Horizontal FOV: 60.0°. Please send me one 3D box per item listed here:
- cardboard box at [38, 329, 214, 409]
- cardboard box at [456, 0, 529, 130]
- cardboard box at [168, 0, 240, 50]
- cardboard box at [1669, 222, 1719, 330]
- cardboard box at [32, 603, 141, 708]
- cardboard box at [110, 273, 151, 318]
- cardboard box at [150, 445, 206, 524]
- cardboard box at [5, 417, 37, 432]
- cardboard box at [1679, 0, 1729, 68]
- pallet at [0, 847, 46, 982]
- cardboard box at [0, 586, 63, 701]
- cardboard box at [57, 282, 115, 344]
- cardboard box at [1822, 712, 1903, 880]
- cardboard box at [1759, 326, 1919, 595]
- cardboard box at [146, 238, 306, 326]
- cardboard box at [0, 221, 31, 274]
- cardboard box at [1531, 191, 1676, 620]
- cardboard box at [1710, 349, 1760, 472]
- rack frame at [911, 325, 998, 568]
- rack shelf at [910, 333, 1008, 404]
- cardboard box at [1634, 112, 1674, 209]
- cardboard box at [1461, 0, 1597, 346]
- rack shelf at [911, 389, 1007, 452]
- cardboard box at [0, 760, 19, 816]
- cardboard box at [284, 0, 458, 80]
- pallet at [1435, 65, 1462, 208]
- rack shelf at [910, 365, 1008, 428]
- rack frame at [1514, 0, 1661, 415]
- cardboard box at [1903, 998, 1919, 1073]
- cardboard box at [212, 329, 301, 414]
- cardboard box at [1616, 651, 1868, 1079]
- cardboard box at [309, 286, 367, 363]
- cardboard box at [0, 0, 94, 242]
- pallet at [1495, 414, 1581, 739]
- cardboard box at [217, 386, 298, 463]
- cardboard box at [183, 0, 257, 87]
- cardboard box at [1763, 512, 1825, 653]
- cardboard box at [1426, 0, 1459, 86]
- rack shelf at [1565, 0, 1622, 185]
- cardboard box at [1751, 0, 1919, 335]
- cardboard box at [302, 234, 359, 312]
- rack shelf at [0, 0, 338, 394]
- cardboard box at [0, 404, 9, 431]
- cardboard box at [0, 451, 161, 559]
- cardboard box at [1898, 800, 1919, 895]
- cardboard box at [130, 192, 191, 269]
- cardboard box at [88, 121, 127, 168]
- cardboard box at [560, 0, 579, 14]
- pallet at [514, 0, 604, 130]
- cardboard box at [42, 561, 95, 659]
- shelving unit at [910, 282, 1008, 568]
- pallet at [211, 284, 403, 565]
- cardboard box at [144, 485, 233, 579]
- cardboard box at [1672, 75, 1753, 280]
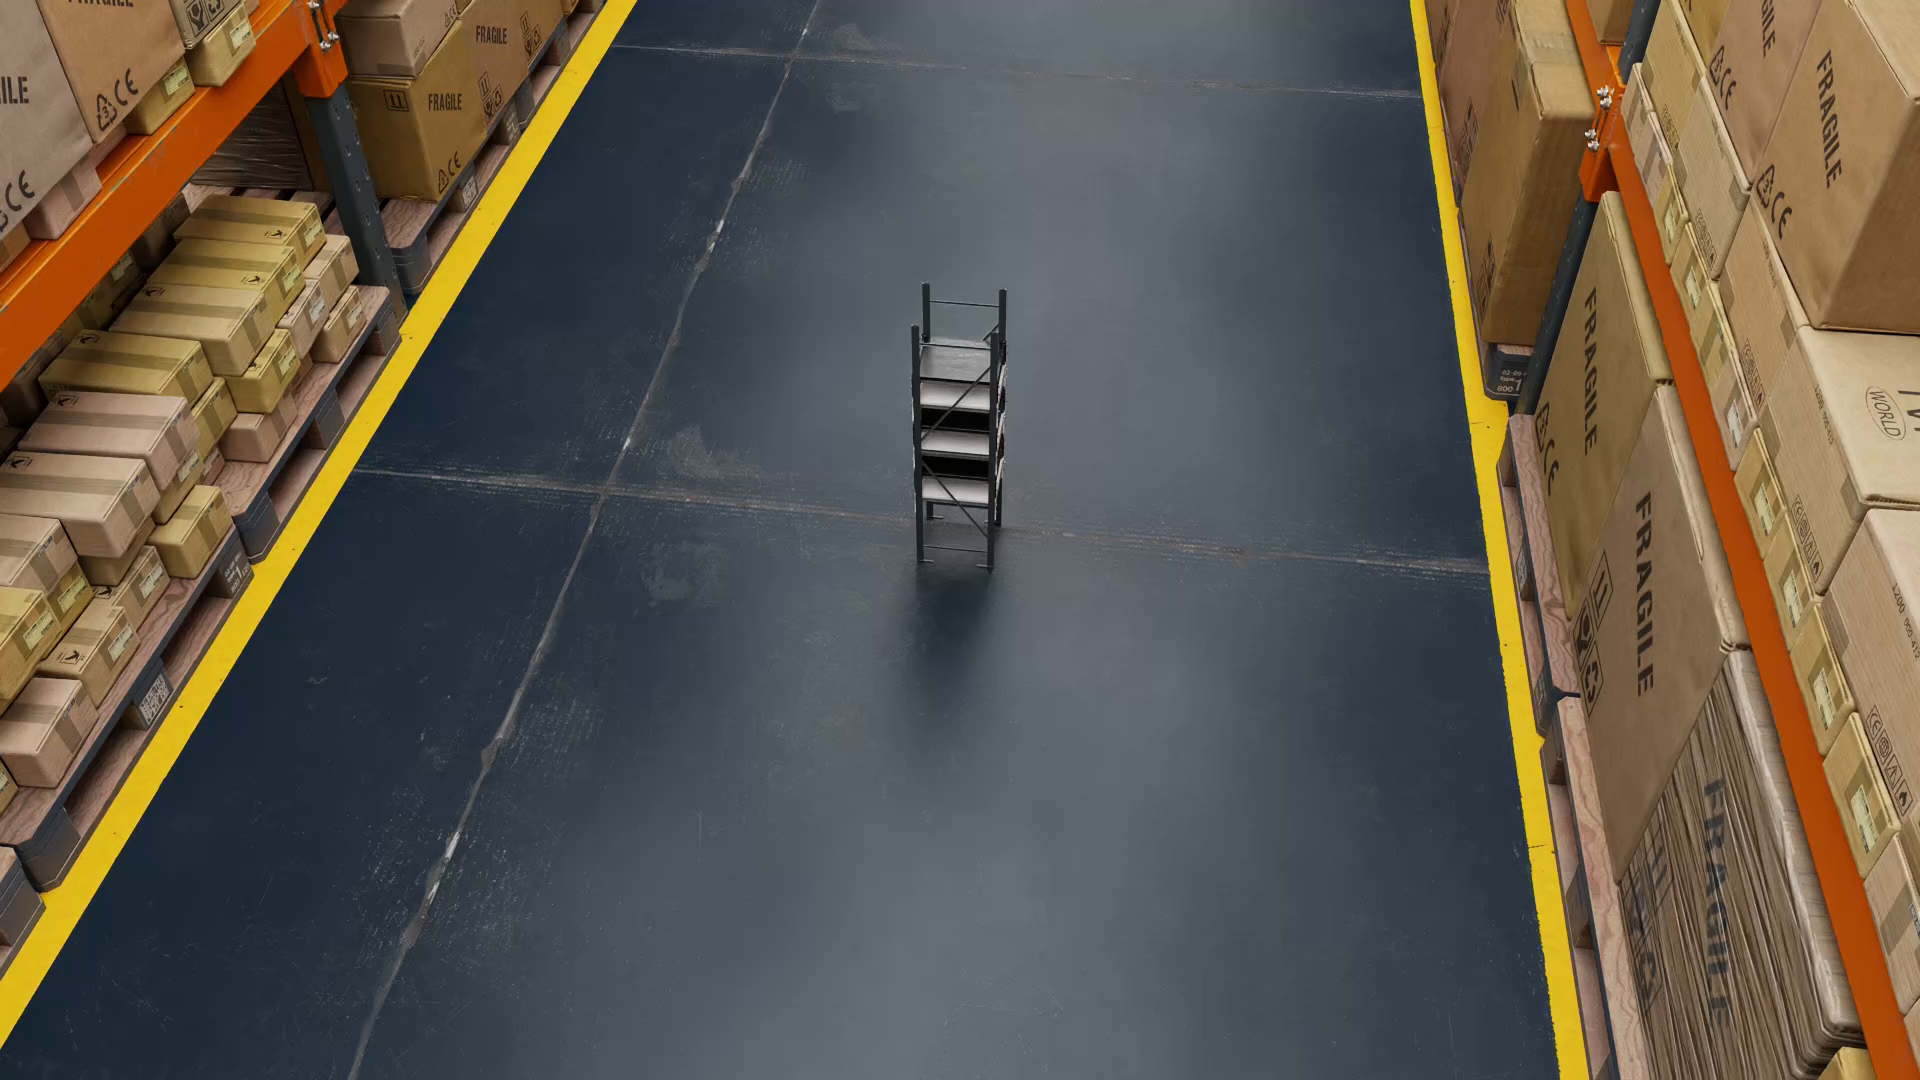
[{"bbox_3d":[-2.455,-0.475,4.905,0.380,0.149,0.250,7,44,7],"label":"cardboard box"},{"bbox_3d":[-2.105,-2.010,6.704,0.500,0.500,0.500,7,44,7],"label":"cardboard box"},{"bbox_3d":[-2.318,-1.714,4.590,0.500,0.500,0.500,5,44,6],"label":"cardboard box"},{"bbox_3d":[1.898,-0.605,3.890,0.380,0.149,0.250,4,44,4],"label":"cardboard box"},{"bbox_3d":[-2.485,0.300,4.519,0.380,0.149,0.250,5,44,6],"label":"cardboard box"},{"bbox_3d":[-2.844,-0.752,5.414,0.380,0.149,0.250,6,44,6],"label":"cardboard box"},{"bbox_3d":[-2.447,-0.200,4.831,0.380,0.149,0.250,6,44,7],"label":"cardboard box"},{"bbox_3d":[-2.879,-0.399,5.041,0.380,0.149,0.250,3,44,3],"label":"cardboard box"},{"bbox_3d":[2.052,-1.428,3.924,0.500,0.500,0.500,5,44,6],"label":"cardboard box"},{"bbox_3d":[-2.910,1.211,3.817,1.003,0.211,1.213,5,44,6],"label":"pallet"},{"bbox_3d":[-2.502,0.243,4.148,0.380,0.149,0.250,6,44,6],"label":"cardboard box"},{"bbox_3d":[-2.865,-0.683,5.126,0.380,0.149,0.250,5,44,5],"label":"cardboard box"},{"bbox_3d":[1.694,0.443,2.783,0.380,0.149,0.250,4,44,5],"label":"cardboard box"},{"bbox_3d":[1.841,-0.135,3.104,0.500,0.250,0.500,5,44,6],"label":"cardboard box"},{"bbox_3d":[-2.318,-0.815,5.264,0.380,0.149,0.250,6,44,6],"label":"cardboard box"},{"bbox_3d":[-2.512,-0.726,4.018,0.380,0.149,0.250,5,44,5],"label":"cardboard box"},{"bbox_3d":[2.202,-0.344,4.672,0.875,0.875,0.875,5,44,6],"label":"cardboard box"},{"bbox_3d":[1.829,-0.260,3.525,0.380,0.149,0.250,6,44,6],"label":"cardboard box"},{"bbox_3d":[-0.015,-0.252,4.862,0.240,0.900,0.006,5,44,6],"label":"rack frame"},{"bbox_3d":[-0.001,-0.493,4.772,0.258,0.077,0.200,5,44,6],"label":"rack shelf"},{"bbox_3d":[1.966,-0.964,4.269,0.380,0.149,0.250,4,44,4],"label":"cardboard box"},{"bbox_3d":[2.434,-1.225,5.601,1.225,0.875,0.875,5,44,6],"label":"cardboard box"},{"bbox_3d":[-0.001,-0.362,4.896,0.258,0.077,0.200,5,44,6],"label":"rack shelf"},{"bbox_3d":[-2.615,0.653,4.147,0.380,0.149,0.250,5,44,6],"label":"cardboard box"},{"bbox_3d":[-2.174,-1.922,6.065,0.500,0.250,0.500,3,44,4],"label":"cardboard box"},{"bbox_3d":[2.555,-1.760,6.955,1.003,0.211,1.213,5,44,6],"label":"pallet"},{"bbox_3d":[-0.001,-0.428,4.834,0.258,0.077,0.200,5,44,6],"label":"rack shelf"},{"bbox_3d":[2.369,-1.406,4.553,1.000,3.000,0.127,5,44,6],"label":"rack frame"},{"bbox_3d":[1.628,0.790,2.417,0.380,0.149,0.250,5,44,6],"label":"cardboard box"},{"bbox_3d":[-2.302,-0.537,5.187,0.380,0.149,0.250,4,44,4],"label":"cardboard box"},{"bbox_3d":[1.966,0.876,3.383,0.875,0.875,0.875,5,44,6],"label":"cardboard box"},{"bbox_3d":[-2.248,-0.744,5.623,0.380,0.149,0.250,6,44,6],"label":"cardboard box"},{"bbox_3d":[-2.455,-1.022,3.858,0.500,0.500,0.500,5,44,5],"label":"cardboard box"},{"bbox_3d":[2.191,0.118,4.972,1.003,0.211,1.213,5,44,6],"label":"pallet"},{"bbox_3d":[-2.336,-0.389,5.247,0.380,0.149,0.250,4,44,4],"label":"cardboard box"},{"bbox_3d":[-2.266,-1.433,4.764,0.380,0.149,0.250,4,44,4],"label":"cardboard box"},{"bbox_3d":[1.763,0.097,3.148,0.380,0.149,0.250,6,44,6],"label":"cardboard box"},{"bbox_3d":[2.661,-2.437,6.882,1.225,0.875,0.875,5,44,6],"label":"cardboard box"},{"bbox_3d":[2.633,-2.507,6.240,1.077,0.370,4.000,5,44,6],"label":"rack shelf"},{"bbox_3d":[1.915,-0.738,3.195,0.500,0.500,0.500,4,44,4],"label":"cardboard box"},{"bbox_3d":[-2.261,-0.907,5.578,0.380,0.149,0.250,6,44,6],"label":"cardboard box"},{"bbox_3d":[-2.798,-0.301,3.909,1.077,0.370,4.000,5,44,6],"label":"rack shelf"},{"bbox_3d":[-2.991,-0.338,4.760,0.380,0.149,0.250,6,44,6],"label":"cardboard box"},{"bbox_3d":[-2.423,-0.097,4.506,0.380,0.149,0.250,4,44,4],"label":"cardboard box"},{"bbox_3d":[1.709,0.567,2.362,0.500,0.250,0.500,5,44,5],"label":"cardboard box"},{"bbox_3d":[-2.785,-1.043,5.505,0.380,0.149,0.250,7,44,7],"label":"cardboard box"},{"bbox_3d":[-2.462,-1.087,4.399,0.380,0.149,0.250,4,44,4],"label":"cardboard box"},{"bbox_3d":[-1.959,-2.709,7.442,0.500,0.500,0.500,3,44,4],"label":"cardboard box"},{"bbox_3d":[-2.274,-2.277,7.502,1.003,0.211,1.213,5,44,6],"label":"pallet"},{"bbox_3d":[-2.580,0.159,4.452,0.380,0.149,0.250,7,44,7],"label":"cardboard box"},{"bbox_3d":[-0.001,-0.321,4.935,0.258,0.900,0.210,5,44,6],"label":"shelving unit"},{"bbox_3d":[-2.588,-0.452,5.574,1.003,0.211,1.213,5,44,6],"label":"pallet"},{"bbox_3d":[-2.385,-0.039,4.878,0.380,0.149,0.250,5,44,5],"label":"cardboard box"},{"bbox_3d":[1.977,-0.824,3.832,0.500,0.250,0.500,5,44,5],"label":"cardboard box"}]
